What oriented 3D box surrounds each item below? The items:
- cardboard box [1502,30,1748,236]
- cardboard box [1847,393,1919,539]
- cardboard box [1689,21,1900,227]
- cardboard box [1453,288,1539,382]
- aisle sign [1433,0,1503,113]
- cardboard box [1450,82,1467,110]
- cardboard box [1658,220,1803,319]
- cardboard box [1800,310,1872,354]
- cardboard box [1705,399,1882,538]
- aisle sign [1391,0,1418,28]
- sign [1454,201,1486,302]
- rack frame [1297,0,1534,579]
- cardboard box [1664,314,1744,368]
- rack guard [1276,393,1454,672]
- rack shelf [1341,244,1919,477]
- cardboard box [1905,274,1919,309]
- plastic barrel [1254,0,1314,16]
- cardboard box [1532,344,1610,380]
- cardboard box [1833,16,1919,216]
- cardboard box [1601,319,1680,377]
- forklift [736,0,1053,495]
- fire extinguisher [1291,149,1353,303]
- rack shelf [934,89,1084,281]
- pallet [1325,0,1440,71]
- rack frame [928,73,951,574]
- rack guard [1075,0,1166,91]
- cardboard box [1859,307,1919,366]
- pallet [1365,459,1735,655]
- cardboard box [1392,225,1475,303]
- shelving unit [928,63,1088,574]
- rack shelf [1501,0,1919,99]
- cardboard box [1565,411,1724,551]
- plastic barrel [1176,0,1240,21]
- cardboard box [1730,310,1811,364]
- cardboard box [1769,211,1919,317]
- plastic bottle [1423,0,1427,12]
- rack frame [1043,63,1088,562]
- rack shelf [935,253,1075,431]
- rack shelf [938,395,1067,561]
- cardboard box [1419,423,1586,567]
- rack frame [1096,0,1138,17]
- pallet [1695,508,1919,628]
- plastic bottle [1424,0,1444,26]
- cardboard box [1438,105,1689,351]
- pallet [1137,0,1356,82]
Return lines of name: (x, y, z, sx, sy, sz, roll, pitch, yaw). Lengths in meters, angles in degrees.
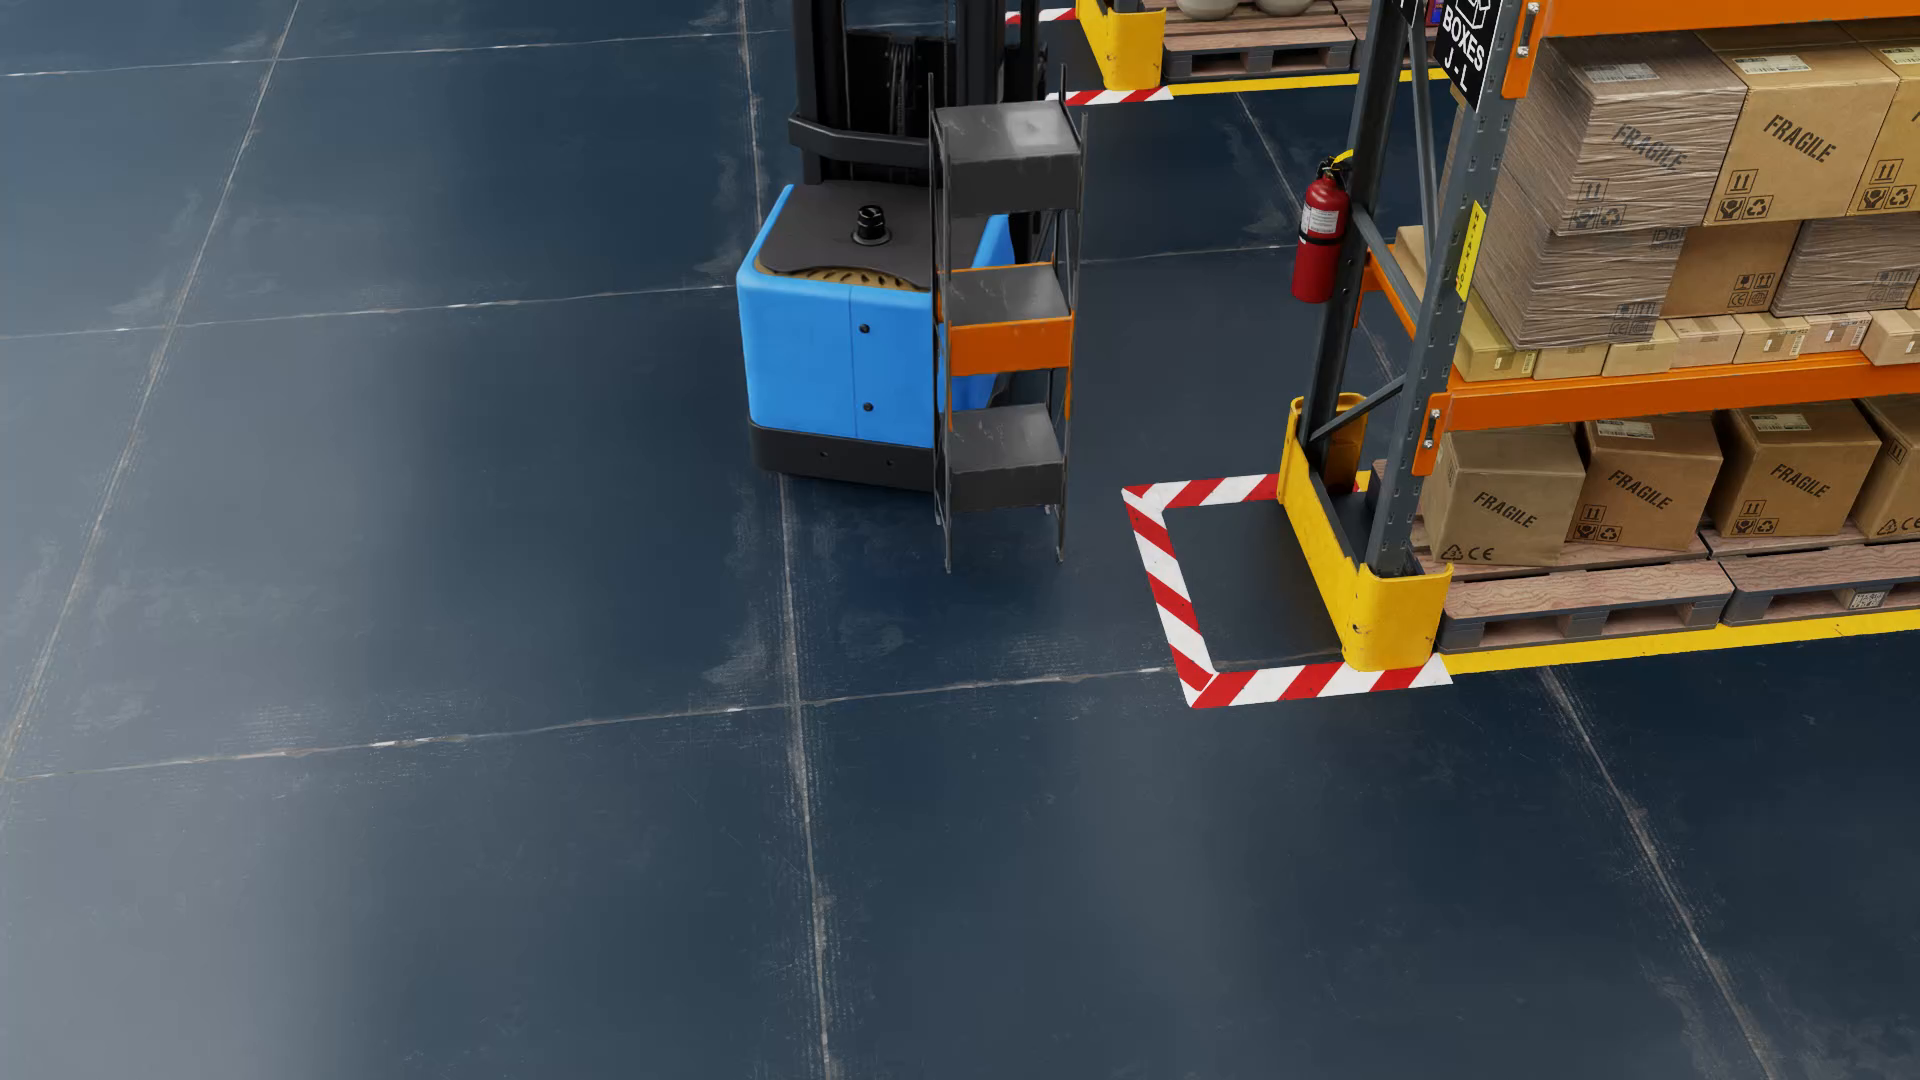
cardboard box: (2.166, -1.362, 5.477, 0.500, 0.500, 0.500, -5, 42, -6)
cardboard box: (3.977, -0.382, 6.987, 0.500, 0.500, 0.500, -9, 43, -9)
cardboard box: (2.663, -1.401, 5.520, 0.500, 0.500, 0.500, -5, 42, -6)
cardboard box: (1.899, -0.749, 6.029, 0.250, 0.149, 0.380, -5, 42, -6)
aisle sign: (1.563, -1.737, 4.995, 0.004, 0.787, 0.394, -5, 42, -6)
cardboard box: (2.099, -1.707, 5.860, 0.500, 0.500, 0.500, -5, 42, -6)
cardboard box: (2.615, -1.276, 6.129, 0.500, 0.500, 0.875, -5, 42, -6)
cardboard box: (3.138, -0.862, 6.154, 0.250, 0.149, 0.380, -5, 42, -6)
cardboard box: (3.418, -0.363, 6.966, 0.500, 0.500, 0.500, -1, 42, -2)
aisle sign: (1.485, -2.135, 5.437, 0.004, 0.787, 0.394, -5, 42, -6)
sign: (1.656, -0.937, 5.403, 0.005, 0.325, 0.100, -5, 42, -6)
rack frame: (1.585, -0.976, 6.093, 0.127, 3.000, 1.000, -5, 42, -6)
cardboard box: (2.644, -0.805, 6.091, 0.250, 0.149, 0.380, -5, 42, -6)
rack guard: (1.661, -0.055, 6.937, 0.348, 0.500, 1.175, -5, 42, -6)
rack shelf: (3.569, -0.883, 6.526, 4.000, 0.370, 1.077, -5, 42, -6)
cardboard box: (3.613, -1.327, 6.185, 0.500, 0.500, 0.875, -5, 42, -6)
plastic barrel: (2.083, -3.649, 10.600, 0.421, 0.512, 0.421, 0, 42, 0)
cardboard box: (2.149, -0.758, 6.039, 0.250, 0.149, 0.380, -5, 42, -6)
cardboard box: (3.158, -1.445, 5.569, 0.500, 0.500, 0.500, -5, 42, -6)
cardboard box: (2.399, -0.770, 6.052, 0.250, 0.149, 0.380, -5, 42, -6)
forklift: (-0.147, -2.284, 7.593, 1.130, 2.935, 3.031, 8, 43, 9)
fire extinguisher: (1.412, -1.244, 6.447, 0.183, 0.674, 0.296, -5, 42, -6)
rack shelf: (0.164, -1.302, 6.100, 0.480, 0.518, 0.431, -6, 42, -6)
pallet: (3.026, -3.439, 10.905, 1.213, 0.211, 1.003, -5, 42, -6)
rack frame: (-0.076, -0.767, 6.533, 0.015, 2.100, 0.400, -6, 42, -6)
rack guard: (1.013, -3.375, 10.619, 0.348, 0.500, 1.175, -5, 42, -6)
cardboard box: (3.399, -0.815, 6.102, 0.250, 0.149, 0.380, -5, 42, -6)
pallet: (2.471, 0.006, 7.086, 1.213, 0.211, 1.003, -5, 42, -6)
cardboard box: (1.841, -1.045, 6.356, 0.250, 0.149, 0.380, -5, 42, -6)
shelving unit: (0.165, -0.792, 6.560, 0.503, 2.100, 0.431, -6, 42, -6)
rack shelf: (3.569, -1.997, 5.522, 4.000, 0.370, 1.077, -5, 42, -6)
cardboard box: (2.795, -0.322, 6.920, 0.500, 0.500, 0.500, 5, 42, 6)
plastic barrel: (1.586, -3.606, 10.552, 0.421, 0.512, 0.421, 0, 42, 0)
cardboard box: (2.893, -0.823, 6.110, 0.250, 0.149, 0.380, -5, 42, -6)
cardboard box: (3.116, -1.291, 6.145, 0.500, 0.500, 0.875, -5, 42, -6)
plastic bottle: (2.884, -3.349, 10.484, 0.097, 0.201, 0.097, 0, 42, 0)
rack frame: (0.406, -0.817, 6.587, 0.015, 2.100, 0.400, -6, 42, -6)
rack shelf: (0.165, -0.782, 6.569, 0.480, 0.518, 0.431, -6, 42, -6)
rack shelf: (0.165, -0.262, 7.038, 0.480, 0.518, 0.431, -6, 42, -6)
cardboard box: (2.207, -0.247, 6.837, 0.500, 0.500, 0.500, 2, 42, 2)
rack frame: (0.943, -4.266, 9.739, 0.127, 3.000, 1.000, -5, 42, -6)
pallet: (3.678, -0.098, 7.201, 1.213, 0.211, 1.003, -5, 42, -6)
plastic bottle: (3.008, -3.378, 10.455, 0.133, 0.283, 0.061, -4, 42, -5)
cardboard box: (2.134, -1.153, 5.992, 0.500, 0.500, 0.875, -5, 42, -6)
pallet: (1.819, -3.335, 10.790, 1.213, 0.211, 1.003, -5, 42, -6)
